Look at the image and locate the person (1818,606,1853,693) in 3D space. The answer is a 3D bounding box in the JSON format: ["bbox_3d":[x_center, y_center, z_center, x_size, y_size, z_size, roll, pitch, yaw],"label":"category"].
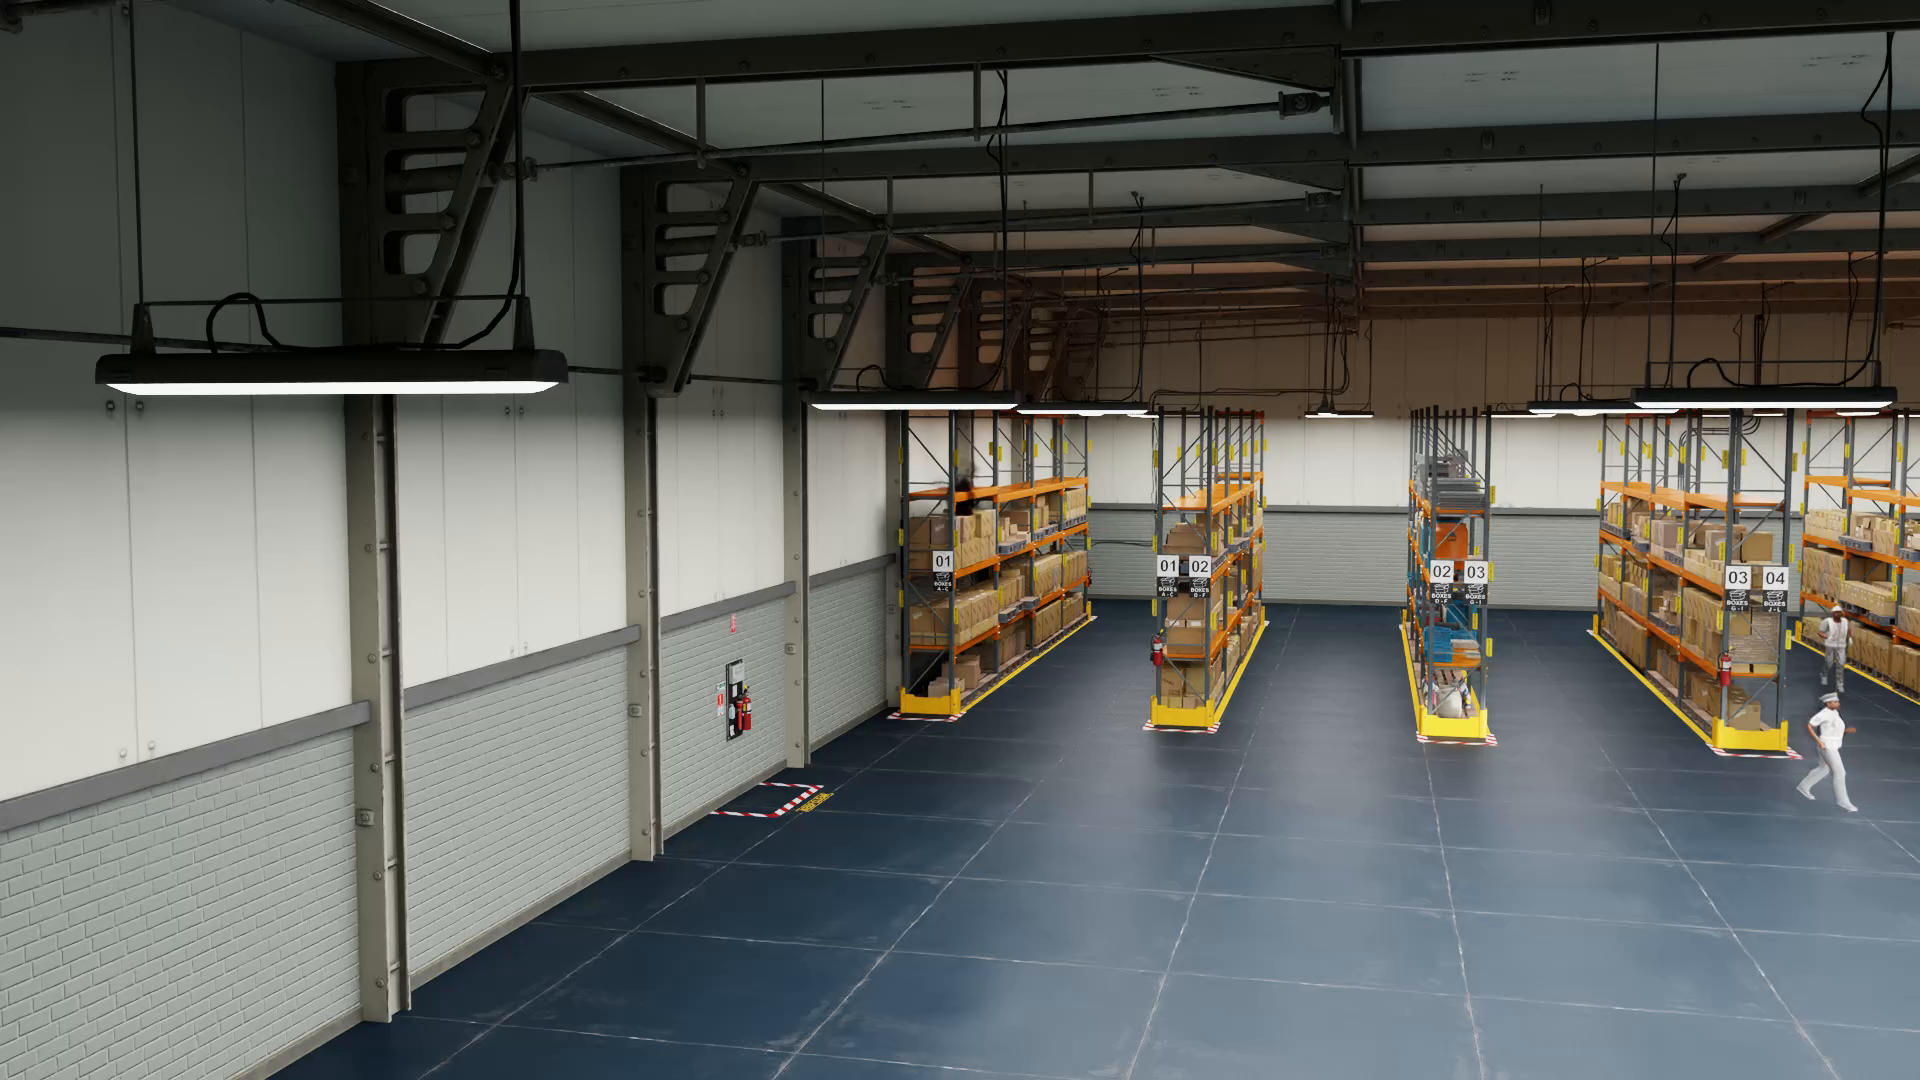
[{"bbox_3d":[18.619,2.288,35.373,0.707,1.801,0.879,1,4,9],"label":"person"}]

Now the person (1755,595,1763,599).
[{"bbox_3d":[20.567,1.760,43.373,0.730,1.769,0.643,4,6,45],"label":"person"}]

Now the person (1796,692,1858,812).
[{"bbox_3d":[12.862,3.094,24.611,0.867,1.721,0.562,4,6,42],"label":"person"}]
